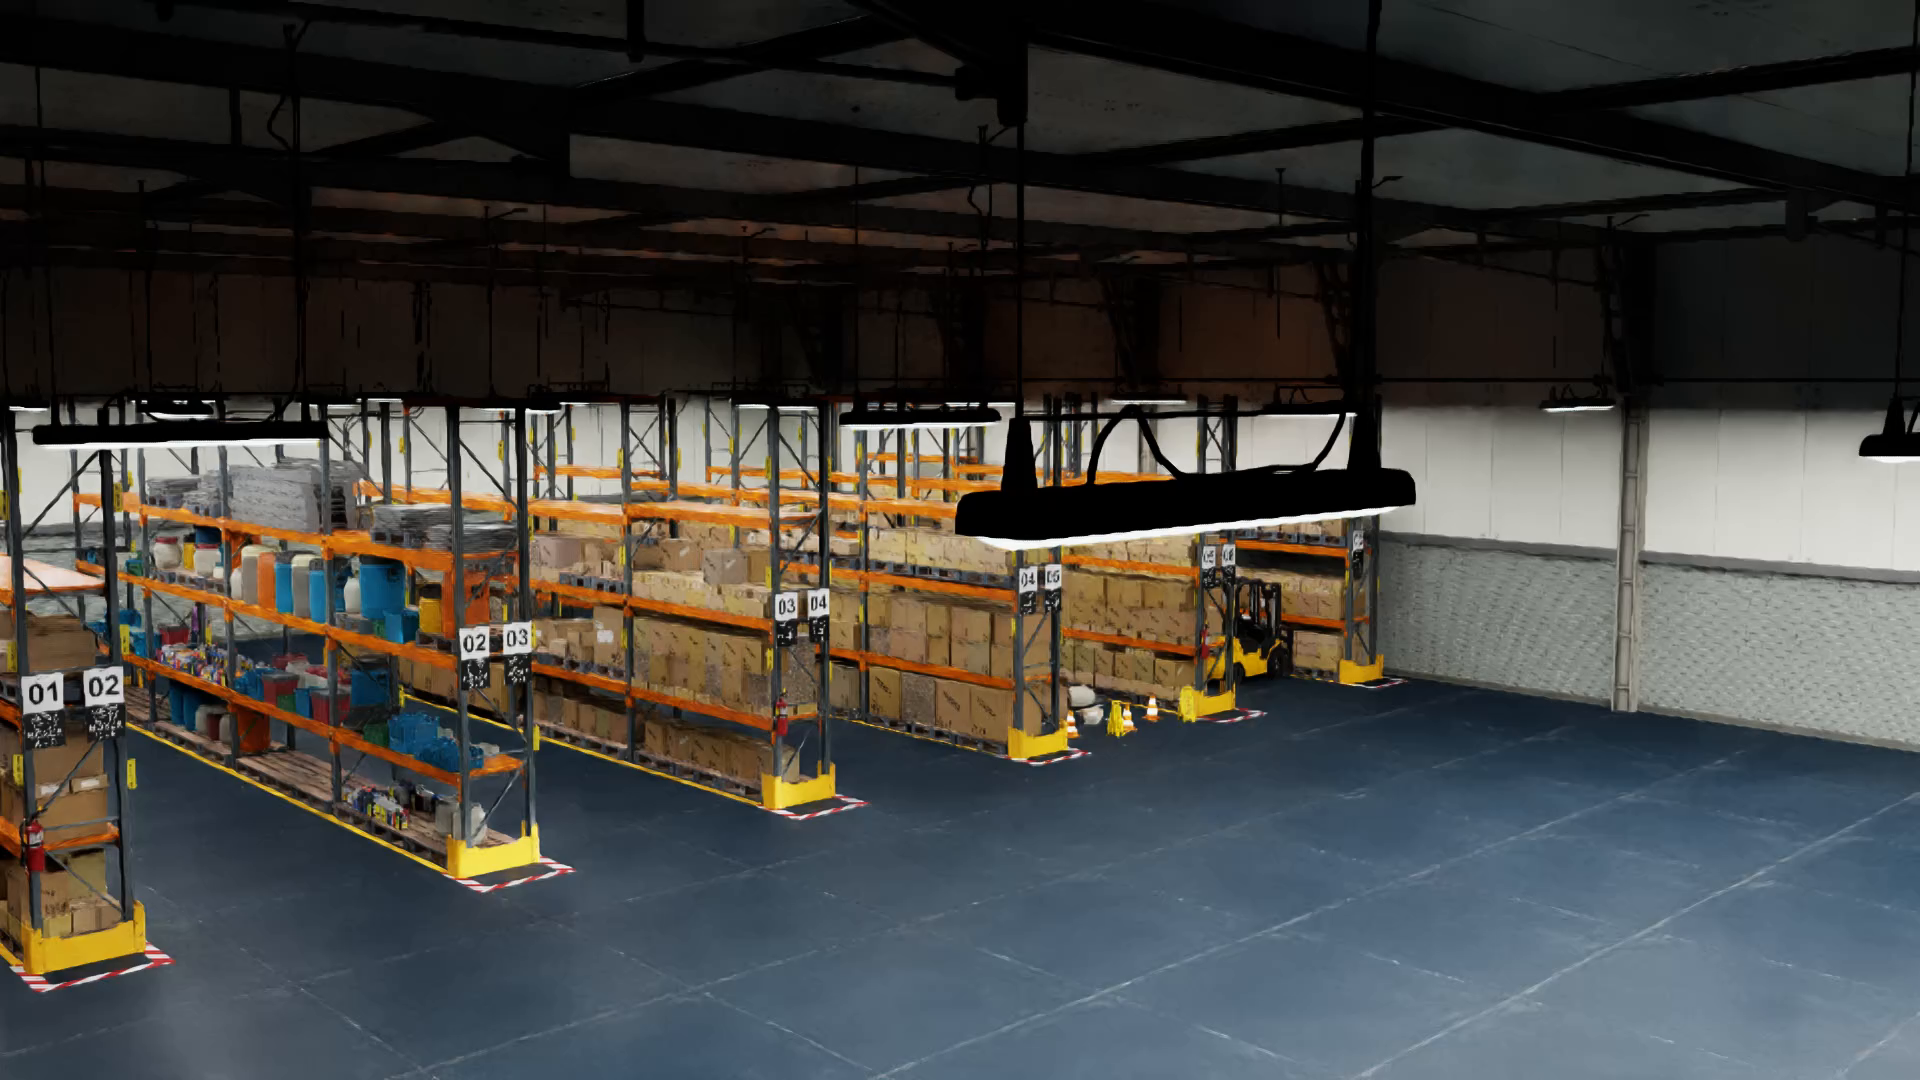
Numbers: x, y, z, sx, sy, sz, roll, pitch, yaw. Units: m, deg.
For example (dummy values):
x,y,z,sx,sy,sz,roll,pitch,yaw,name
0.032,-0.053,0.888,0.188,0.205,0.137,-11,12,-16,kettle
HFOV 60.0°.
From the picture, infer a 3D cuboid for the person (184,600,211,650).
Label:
x,y,z,sx,sy,sz,roll,pitch,yaw,name
-16.909,2.007,36.895,0.519,1.541,0.566,5,8,44,person
